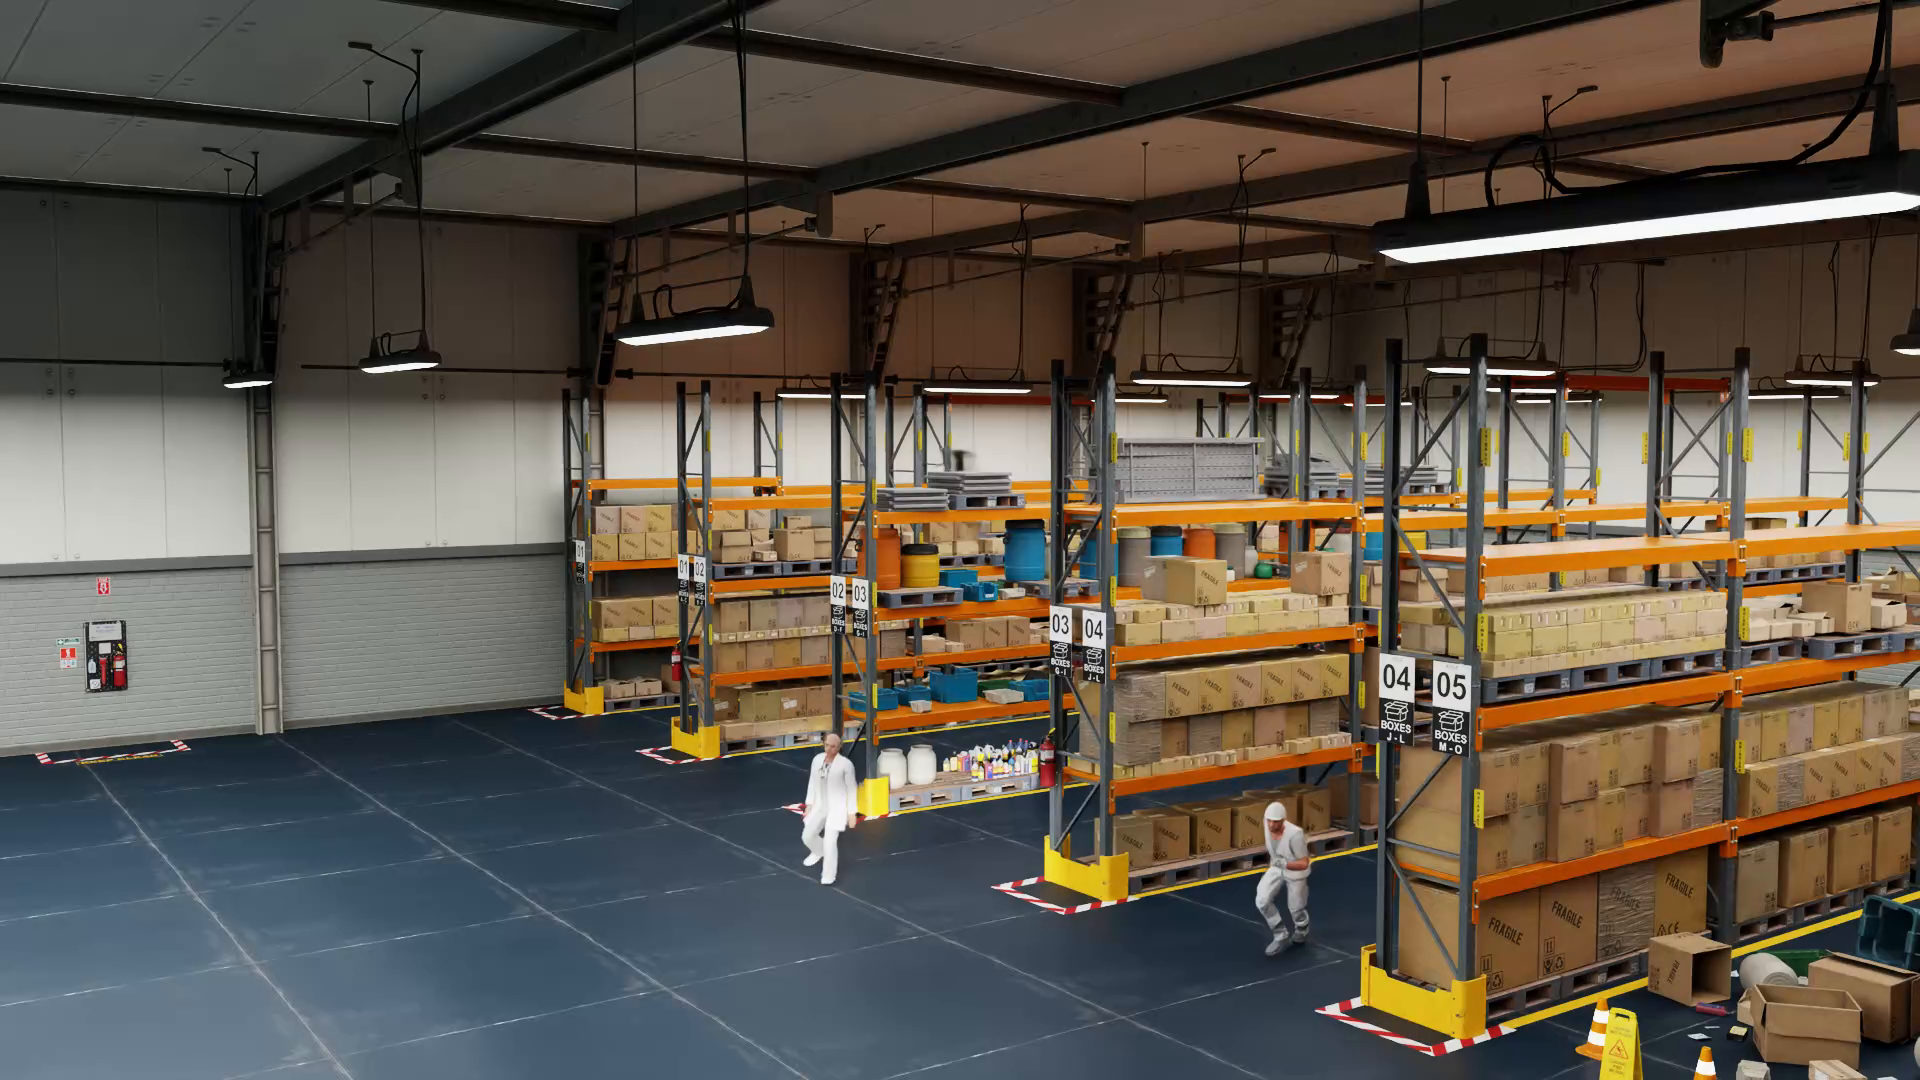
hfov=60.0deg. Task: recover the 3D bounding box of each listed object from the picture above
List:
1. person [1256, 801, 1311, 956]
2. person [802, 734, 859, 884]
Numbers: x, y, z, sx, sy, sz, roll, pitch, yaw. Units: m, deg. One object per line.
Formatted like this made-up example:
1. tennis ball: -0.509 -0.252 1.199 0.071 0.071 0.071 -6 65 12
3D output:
1. person: 3.222 3.300 16.388 0.675 1.561 1.111 3 5 40
2. person: -1.515 3.062 19.204 0.876 1.712 0.654 2 4 28
